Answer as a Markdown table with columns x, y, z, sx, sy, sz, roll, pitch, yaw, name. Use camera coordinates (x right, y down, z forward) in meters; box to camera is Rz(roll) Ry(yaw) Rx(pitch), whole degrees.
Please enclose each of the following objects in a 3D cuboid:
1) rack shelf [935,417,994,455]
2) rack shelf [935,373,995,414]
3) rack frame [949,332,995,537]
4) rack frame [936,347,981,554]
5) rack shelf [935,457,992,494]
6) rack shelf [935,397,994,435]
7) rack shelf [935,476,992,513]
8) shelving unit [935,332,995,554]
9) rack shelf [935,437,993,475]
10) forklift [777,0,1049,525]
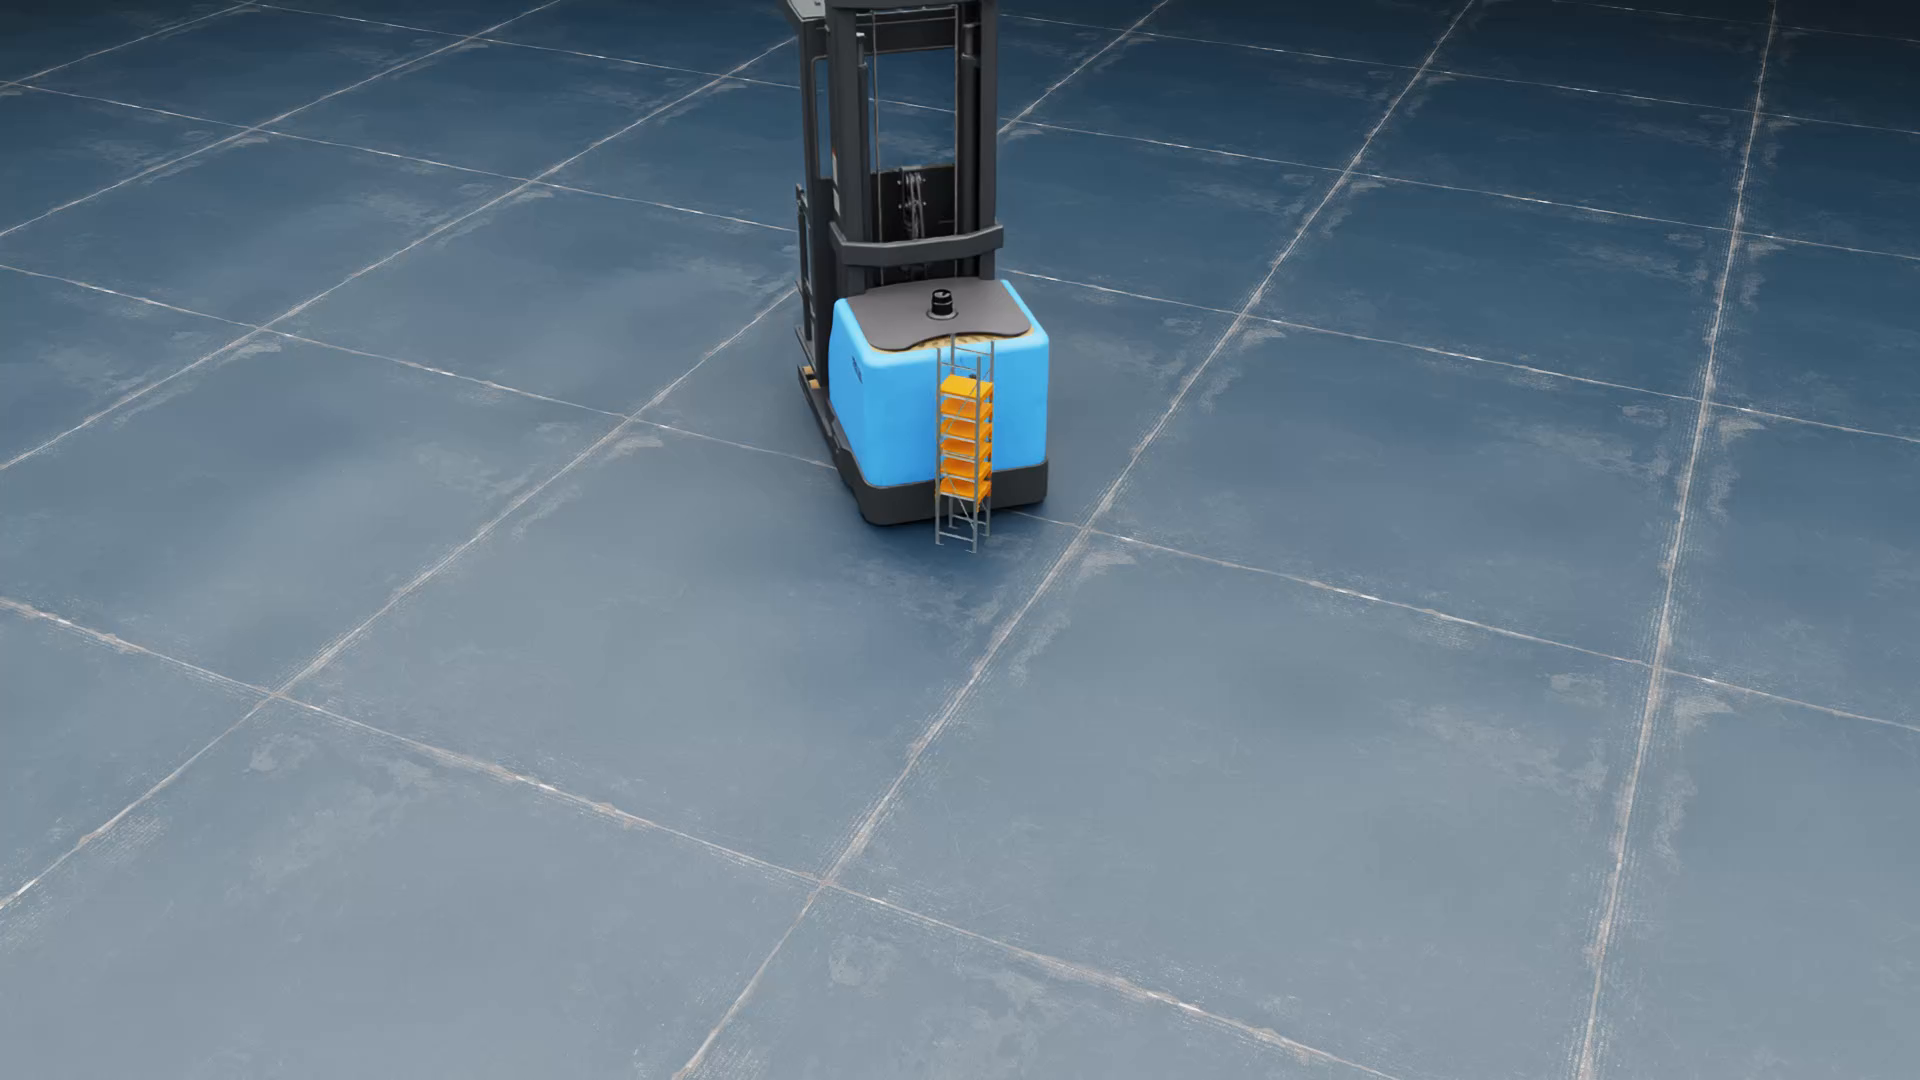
| x | y | z | sx | sy | sz | roll | pitch | yaw | name |
| --- | --- | --- | --- | --- | --- | --- | --- | --- | --- |
| 0.023 | -0.558 | 8.732 | 0.258 | 0.103 | 0.180 | 14 | 36 | 18 | rack shelf |
| 0.026 | -0.757 | 8.598 | 0.258 | 0.103 | 0.180 | 14 | 36 | 18 | rack shelf |
| 0.057 | -0.542 | 8.844 | 0.240 | 1.200 | 0.006 | 14 | 36 | 18 | rack frame |
| -0.014 | -0.448 | 8.704 | 0.240 | 1.200 | 0.006 | 14 | 36 | 18 | rack frame |
| 0.019 | -0.358 | 8.866 | 0.258 | 0.103 | 0.180 | 14 | 36 | 18 | rack shelf |
| 0.024 | -0.657 | 8.665 | 0.258 | 0.103 | 0.180 | 14 | 36 | 18 | rack shelf |
| 0.018 | -0.259 | 8.932 | 0.258 | 0.103 | 0.180 | 14 | 36 | 18 | rack shelf |
| 0.022 | -0.495 | 8.774 | 0.258 | 1.200 | 0.189 | 14 | 36 | 18 | shelving unit |
| 0.021 | -0.458 | 8.799 | 0.258 | 0.103 | 0.180 | 14 | 36 | 18 | rack shelf |
| -0.397 | -2.112 | 9.666 | 1.130 | 2.935 | 3.031 | -9 | 34 | -13 | forklift |
